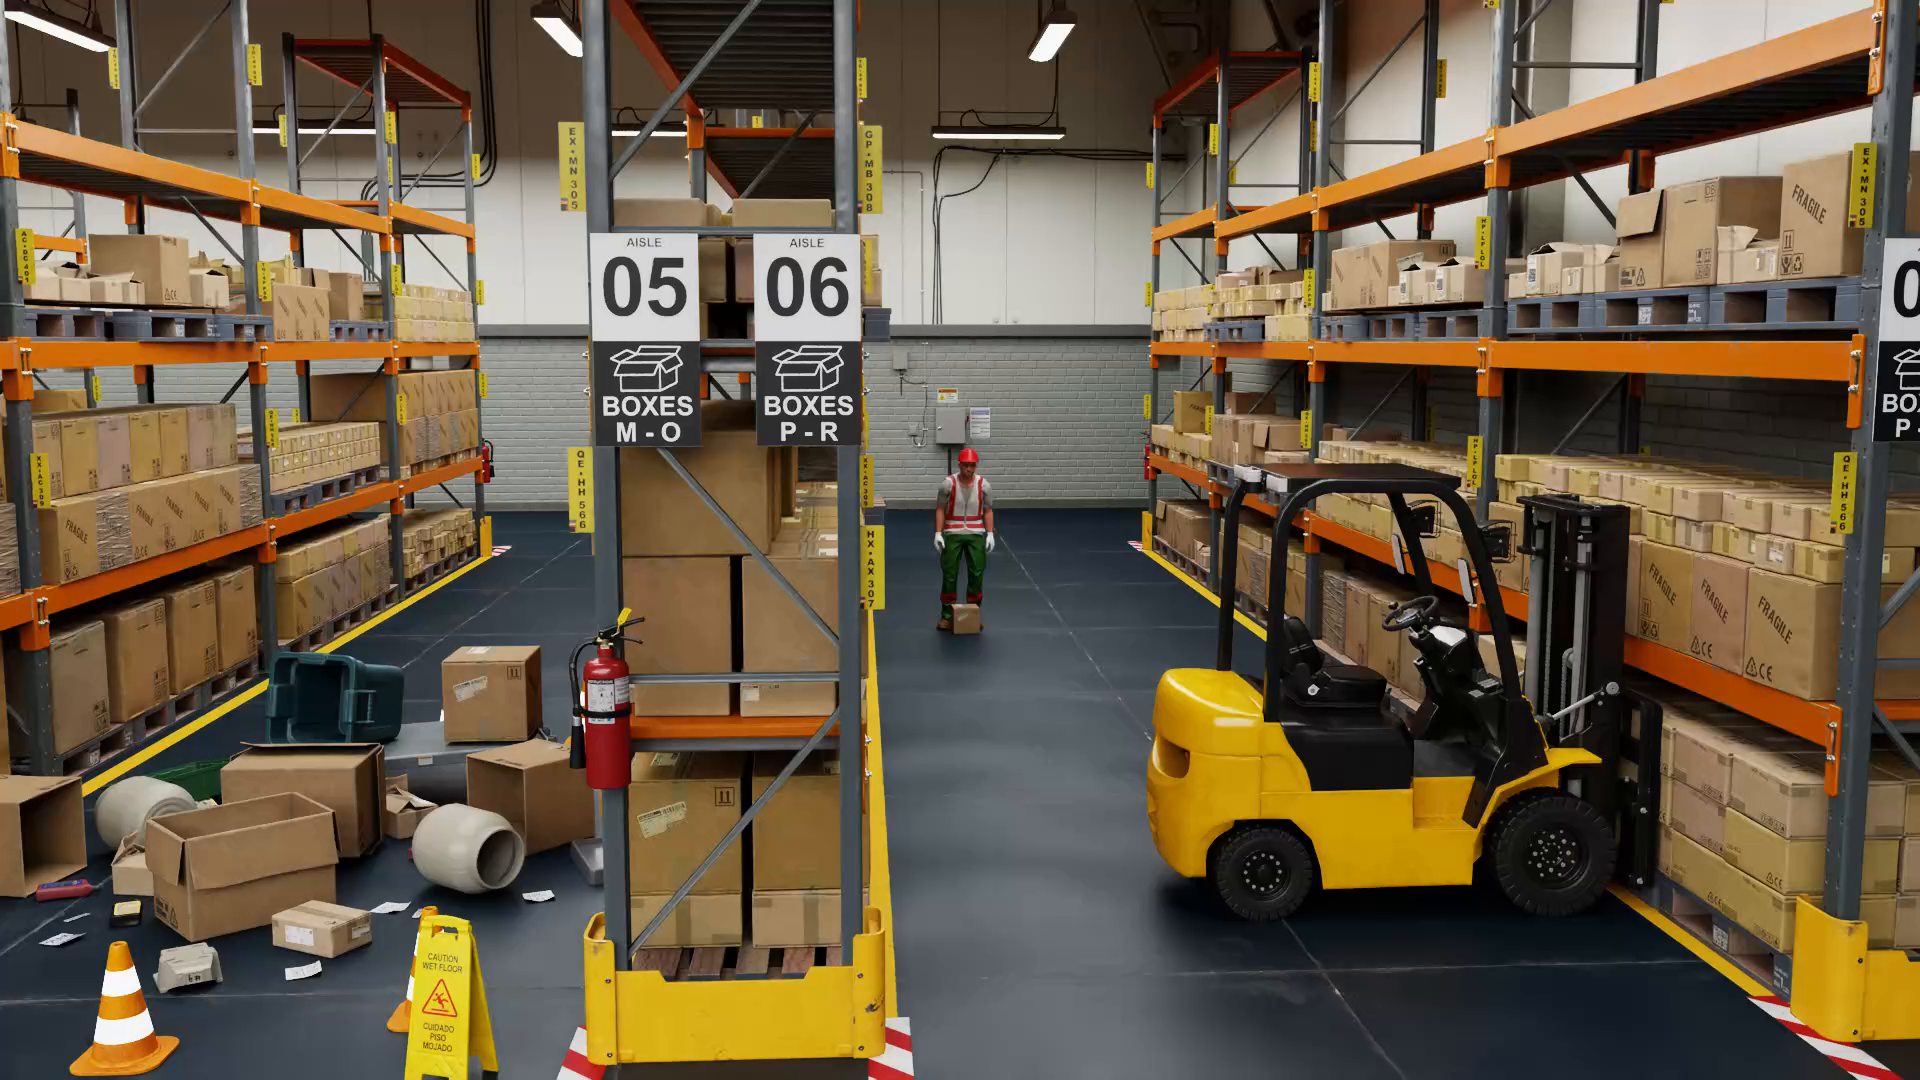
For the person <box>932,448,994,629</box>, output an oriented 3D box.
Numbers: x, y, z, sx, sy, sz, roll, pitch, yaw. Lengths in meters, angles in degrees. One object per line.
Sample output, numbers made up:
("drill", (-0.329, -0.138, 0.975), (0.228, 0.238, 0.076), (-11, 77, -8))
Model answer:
("person", (0.033, -0.017, 16.315), (0.610, 1.780, 0.448), (0, 7, -3))
